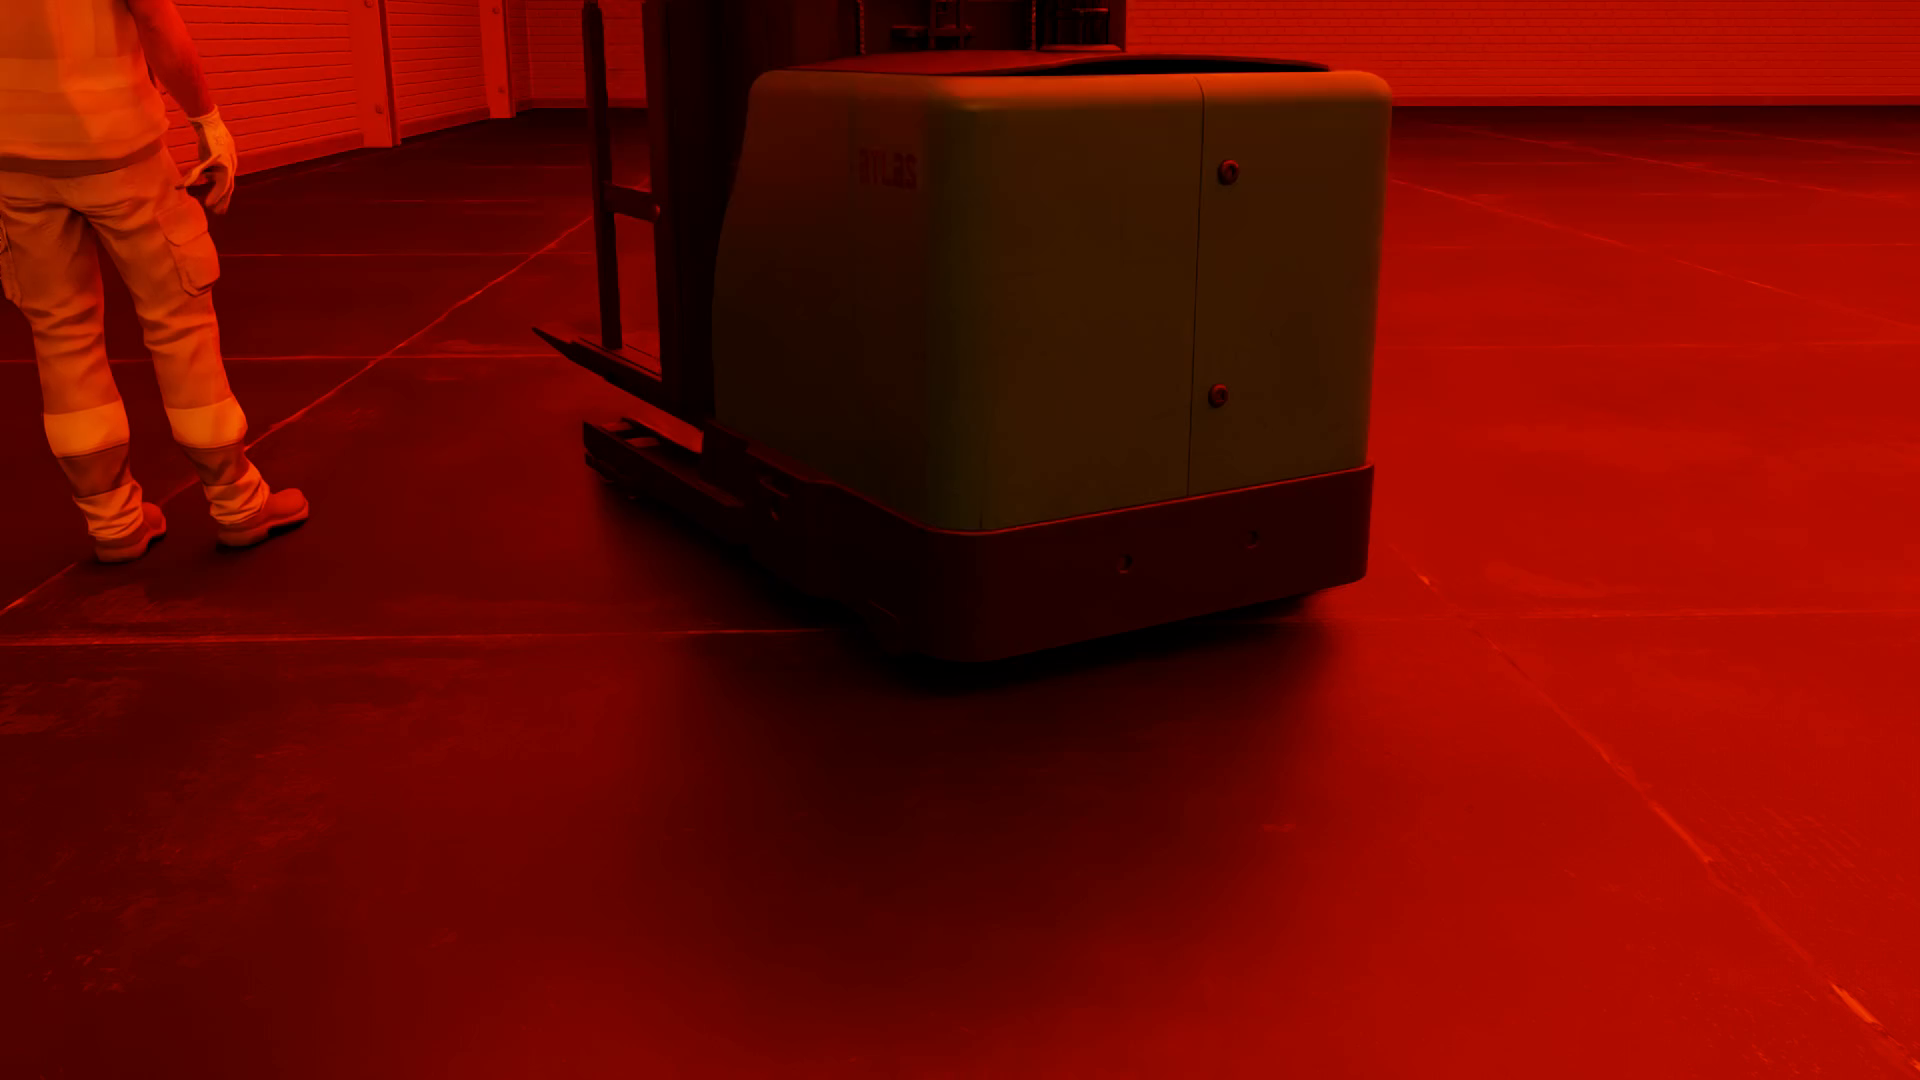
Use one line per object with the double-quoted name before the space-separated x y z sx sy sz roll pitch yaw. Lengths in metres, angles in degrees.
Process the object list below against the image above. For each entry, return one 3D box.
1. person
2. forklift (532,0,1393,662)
"person" -1.882 -0.842 3.598 0.647 1.793 0.542 -1 17 -3
"forklift" -0.341 -1.562 4.014 1.130 2.935 3.031 -10 20 -29
